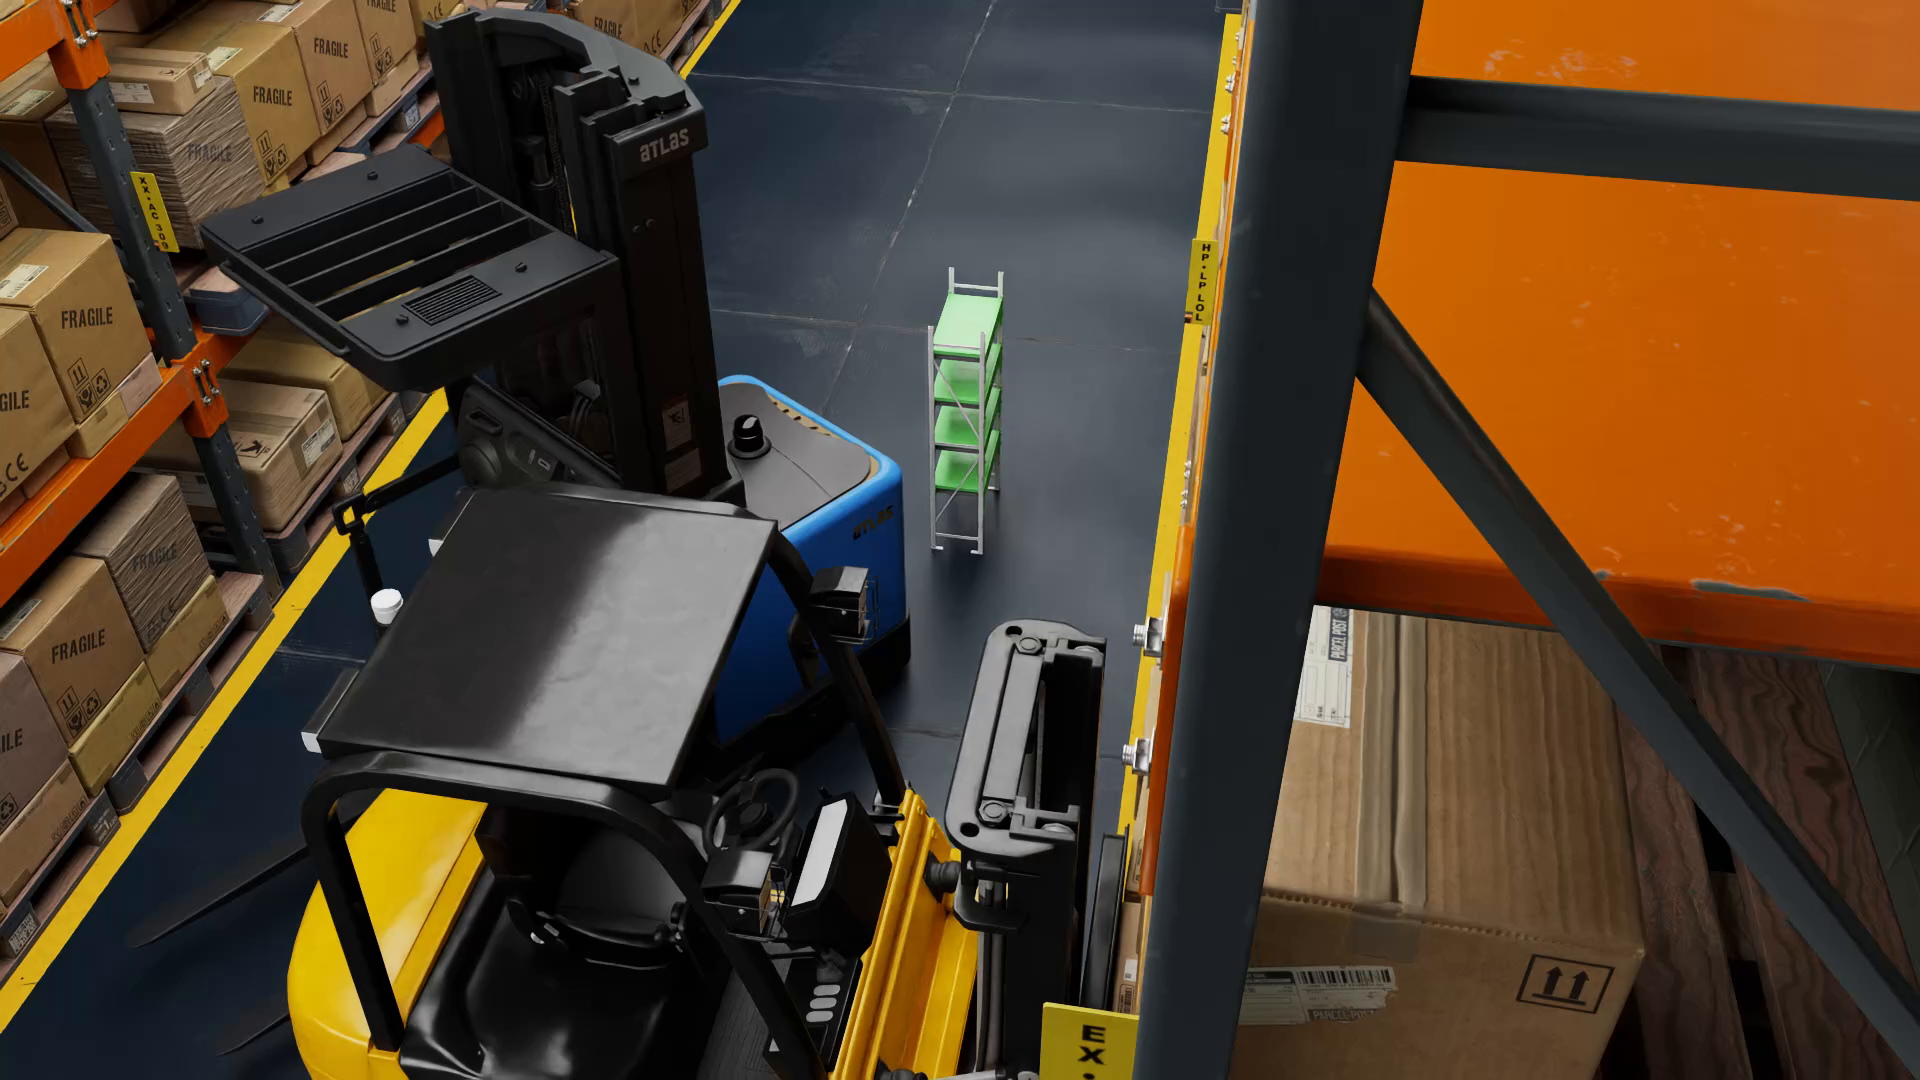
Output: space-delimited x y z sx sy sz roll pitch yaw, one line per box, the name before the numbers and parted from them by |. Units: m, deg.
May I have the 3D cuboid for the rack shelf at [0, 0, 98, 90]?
rack shelf | -3.881 -0.564 4.288 1.077 0.370 4.000 6 40 8

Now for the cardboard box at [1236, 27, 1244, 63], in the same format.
cardboard box | 1.533 -2.148 7.719 0.500 0.250 0.500 5 40 7

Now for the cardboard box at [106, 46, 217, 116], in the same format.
cardboard box | -3.106 -1.761 6.376 0.380 0.149 0.250 6 40 7

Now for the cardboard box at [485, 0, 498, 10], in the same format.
cardboard box | -2.643 -2.944 8.825 0.380 0.149 0.250 6 40 7

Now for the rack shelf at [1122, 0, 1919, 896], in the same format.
rack shelf | 1.008 -1.021 2.801 1.077 0.370 4.000 6 40 8

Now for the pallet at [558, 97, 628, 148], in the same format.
pallet | -2.632 -2.862 11.046 1.003 0.211 1.213 6 40 8

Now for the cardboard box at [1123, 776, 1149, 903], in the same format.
cardboard box | 0.788 1.020 5.206 0.500 0.250 0.500 8 40 9

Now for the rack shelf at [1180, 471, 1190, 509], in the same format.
rack shelf | 1.008 1.137 4.585 1.077 0.370 4.000 6 40 8

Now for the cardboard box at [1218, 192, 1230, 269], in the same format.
cardboard box | 0.913 -0.580 3.255 0.797 0.503 0.637 8 40 9

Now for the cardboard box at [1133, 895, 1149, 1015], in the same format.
cardboard box | 0.676 1.093 3.996 0.500 0.500 0.500 6 40 7

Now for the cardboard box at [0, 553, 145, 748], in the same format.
cardboard box | -3.460 0.389 6.165 0.500 0.500 0.500 7 40 8

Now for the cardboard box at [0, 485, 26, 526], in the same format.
cardboard box | -3.506 -0.141 5.763 0.380 0.149 0.250 6 40 7

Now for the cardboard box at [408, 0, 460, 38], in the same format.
cardboard box | -2.813 -2.807 8.149 0.500 0.500 0.500 4 40 5

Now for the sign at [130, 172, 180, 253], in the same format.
sign | -3.000 -1.219 6.190 0.100 0.325 0.005 6 40 8

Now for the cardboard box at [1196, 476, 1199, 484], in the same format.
cardboard box | 0.550 0.098 2.621 0.396 0.266 0.258 6 40 8

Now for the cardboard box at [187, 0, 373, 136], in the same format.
cardboard box | -2.987 -2.141 7.344 0.500 0.500 0.500 6 40 7

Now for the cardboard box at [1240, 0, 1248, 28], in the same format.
cardboard box | 1.704 -2.791 8.498 0.500 0.250 0.500 6 40 8

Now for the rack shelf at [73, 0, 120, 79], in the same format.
rack shelf | -3.189 -3.074 7.324 1.077 0.370 4.000 6 40 8

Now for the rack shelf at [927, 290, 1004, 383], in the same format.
rack shelf | 0.029 -0.887 7.228 0.258 0.148 0.480 6 40 8

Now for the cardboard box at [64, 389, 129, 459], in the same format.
cardboard box | -3.327 -0.451 6.138 0.380 0.149 0.250 7 40 9

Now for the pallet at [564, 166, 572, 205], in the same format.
pallet | -2.980 -1.885 9.865 1.003 0.211 1.213 6 40 8

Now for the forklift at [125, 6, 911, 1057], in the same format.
forklift | -1.593 -0.127 5.603 1.130 2.935 3.031 32 49 32

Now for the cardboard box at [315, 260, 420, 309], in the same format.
cardboard box | -3.207 -1.307 8.709 0.950 0.372 0.625 8 40 9

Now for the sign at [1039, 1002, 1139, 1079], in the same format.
sign | 0.130 0.580 1.708 0.100 0.325 0.005 6 40 8

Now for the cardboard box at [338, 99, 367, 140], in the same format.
cardboard box | -2.972 -1.971 7.647 0.380 0.149 0.250 7 40 8

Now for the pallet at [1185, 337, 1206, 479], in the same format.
pallet | 1.652 -0.555 8.255 1.003 0.211 1.213 6 40 8

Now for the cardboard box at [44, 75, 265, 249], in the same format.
cardboard box | -3.172 -1.518 6.590 0.500 0.500 0.500 7 40 9

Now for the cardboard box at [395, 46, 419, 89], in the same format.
cardboard box | -2.858 -2.303 8.048 0.380 0.149 0.250 5 40 6

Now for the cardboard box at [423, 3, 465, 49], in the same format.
cardboard box | -2.728 -2.613 8.424 0.380 0.149 0.250 7 40 8

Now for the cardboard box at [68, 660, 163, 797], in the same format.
cardboard box | -3.455 0.694 6.385 0.500 0.250 0.500 5 40 6

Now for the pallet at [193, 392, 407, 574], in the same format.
pallet | -3.402 -0.354 8.013 1.003 0.211 1.213 6 40 8

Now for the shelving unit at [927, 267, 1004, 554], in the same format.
shelving unit | 0.029 -0.566 7.493 0.258 1.200 0.503 6 40 8

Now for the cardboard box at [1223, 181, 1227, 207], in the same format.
cardboard box | 1.231 -1.414 6.518 0.380 0.149 0.250 5 40 6

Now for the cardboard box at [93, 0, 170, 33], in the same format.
cardboard box | -3.571 -2.254 6.971 0.380 0.149 0.250 5 40 6

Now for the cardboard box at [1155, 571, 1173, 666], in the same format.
cardboard box | 0.961 0.387 5.972 0.500 0.250 0.500 6 40 7

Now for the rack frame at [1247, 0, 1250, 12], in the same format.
rack frame | 1.354 -2.707 3.962 1.000 3.000 0.127 6 40 8

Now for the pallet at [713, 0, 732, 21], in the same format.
pallet | -2.210 -4.393 12.898 1.003 0.211 1.213 6 40 8

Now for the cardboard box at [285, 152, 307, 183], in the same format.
cardboard box | -3.103 -1.659 7.270 0.380 0.149 0.250 9 40 11

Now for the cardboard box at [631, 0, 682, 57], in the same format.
cardboard box | -2.483 -3.777 11.302 0.875 0.875 0.875 7 40 8

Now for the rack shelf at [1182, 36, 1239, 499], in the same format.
rack shelf | 1.700 -1.373 7.621 1.077 0.370 4.000 6 40 8

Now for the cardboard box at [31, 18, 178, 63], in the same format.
cardboard box | -3.597 -1.882 7.030 0.500 0.500 0.500 7 40 8

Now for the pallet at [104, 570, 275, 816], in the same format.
pallet | -3.617 0.560 6.907 1.003 0.211 1.213 6 40 8

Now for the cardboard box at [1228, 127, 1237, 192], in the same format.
cardboard box | 0.844 -0.924 3.949 0.380 0.149 0.250 8 40 9

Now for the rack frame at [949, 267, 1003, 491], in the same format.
rack frame | 0.071 -0.719 7.679 0.240 1.200 0.015 6 40 8

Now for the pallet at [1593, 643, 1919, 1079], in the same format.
pallet | 0.810 0.552 2.443 1.003 0.211 1.213 6 40 8

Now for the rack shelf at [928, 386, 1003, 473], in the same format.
rack shelf | 0.029 -0.517 7.534 0.258 0.148 0.480 6 40 8

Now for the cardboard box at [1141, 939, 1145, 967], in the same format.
cardboard box | 0.599 0.815 3.589 0.380 0.149 0.250 7 40 9

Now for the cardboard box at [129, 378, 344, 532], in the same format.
cardboard box | -3.447 -0.418 7.635 0.950 0.372 0.625 7 40 8

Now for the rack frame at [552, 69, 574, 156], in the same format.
rack frame | -2.843 -3.450 9.569 1.000 3.000 0.127 6 40 8

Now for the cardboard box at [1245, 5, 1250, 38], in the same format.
cardboard box | 0.977 -1.406 4.532 0.380 0.149 0.250 7 40 9

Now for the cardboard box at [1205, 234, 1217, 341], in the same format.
cardboard box | 1.265 -0.998 6.721 0.500 0.250 0.500 6 40 7

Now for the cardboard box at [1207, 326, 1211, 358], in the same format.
cardboard box | 1.187 -0.866 6.169 0.500 0.250 0.500 6 40 7

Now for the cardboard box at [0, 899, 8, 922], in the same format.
cardboard box | -3.638 1.329 5.617 0.500 0.250 0.500 9 40 11

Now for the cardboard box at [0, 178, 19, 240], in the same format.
cardboard box | -3.825 -1.226 5.783 0.700 0.500 0.500 6 40 7

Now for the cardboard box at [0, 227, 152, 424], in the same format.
cardboard box | -3.367 -0.787 6.036 0.500 0.500 0.500 5 40 7

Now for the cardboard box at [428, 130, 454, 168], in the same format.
cardboard box | -2.951 -2.246 9.845 0.950 0.372 0.625 4 40 5

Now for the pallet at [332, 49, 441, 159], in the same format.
pallet | -3.145 -2.130 8.122 1.003 0.211 1.213 6 40 8

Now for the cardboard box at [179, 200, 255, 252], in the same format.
cardboard box | -3.128 -1.317 6.856 0.380 0.149 0.250 7 40 8

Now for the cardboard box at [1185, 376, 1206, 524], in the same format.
cardboard box | 1.020 -0.184 5.540 0.500 0.500 0.500 5 40 6
